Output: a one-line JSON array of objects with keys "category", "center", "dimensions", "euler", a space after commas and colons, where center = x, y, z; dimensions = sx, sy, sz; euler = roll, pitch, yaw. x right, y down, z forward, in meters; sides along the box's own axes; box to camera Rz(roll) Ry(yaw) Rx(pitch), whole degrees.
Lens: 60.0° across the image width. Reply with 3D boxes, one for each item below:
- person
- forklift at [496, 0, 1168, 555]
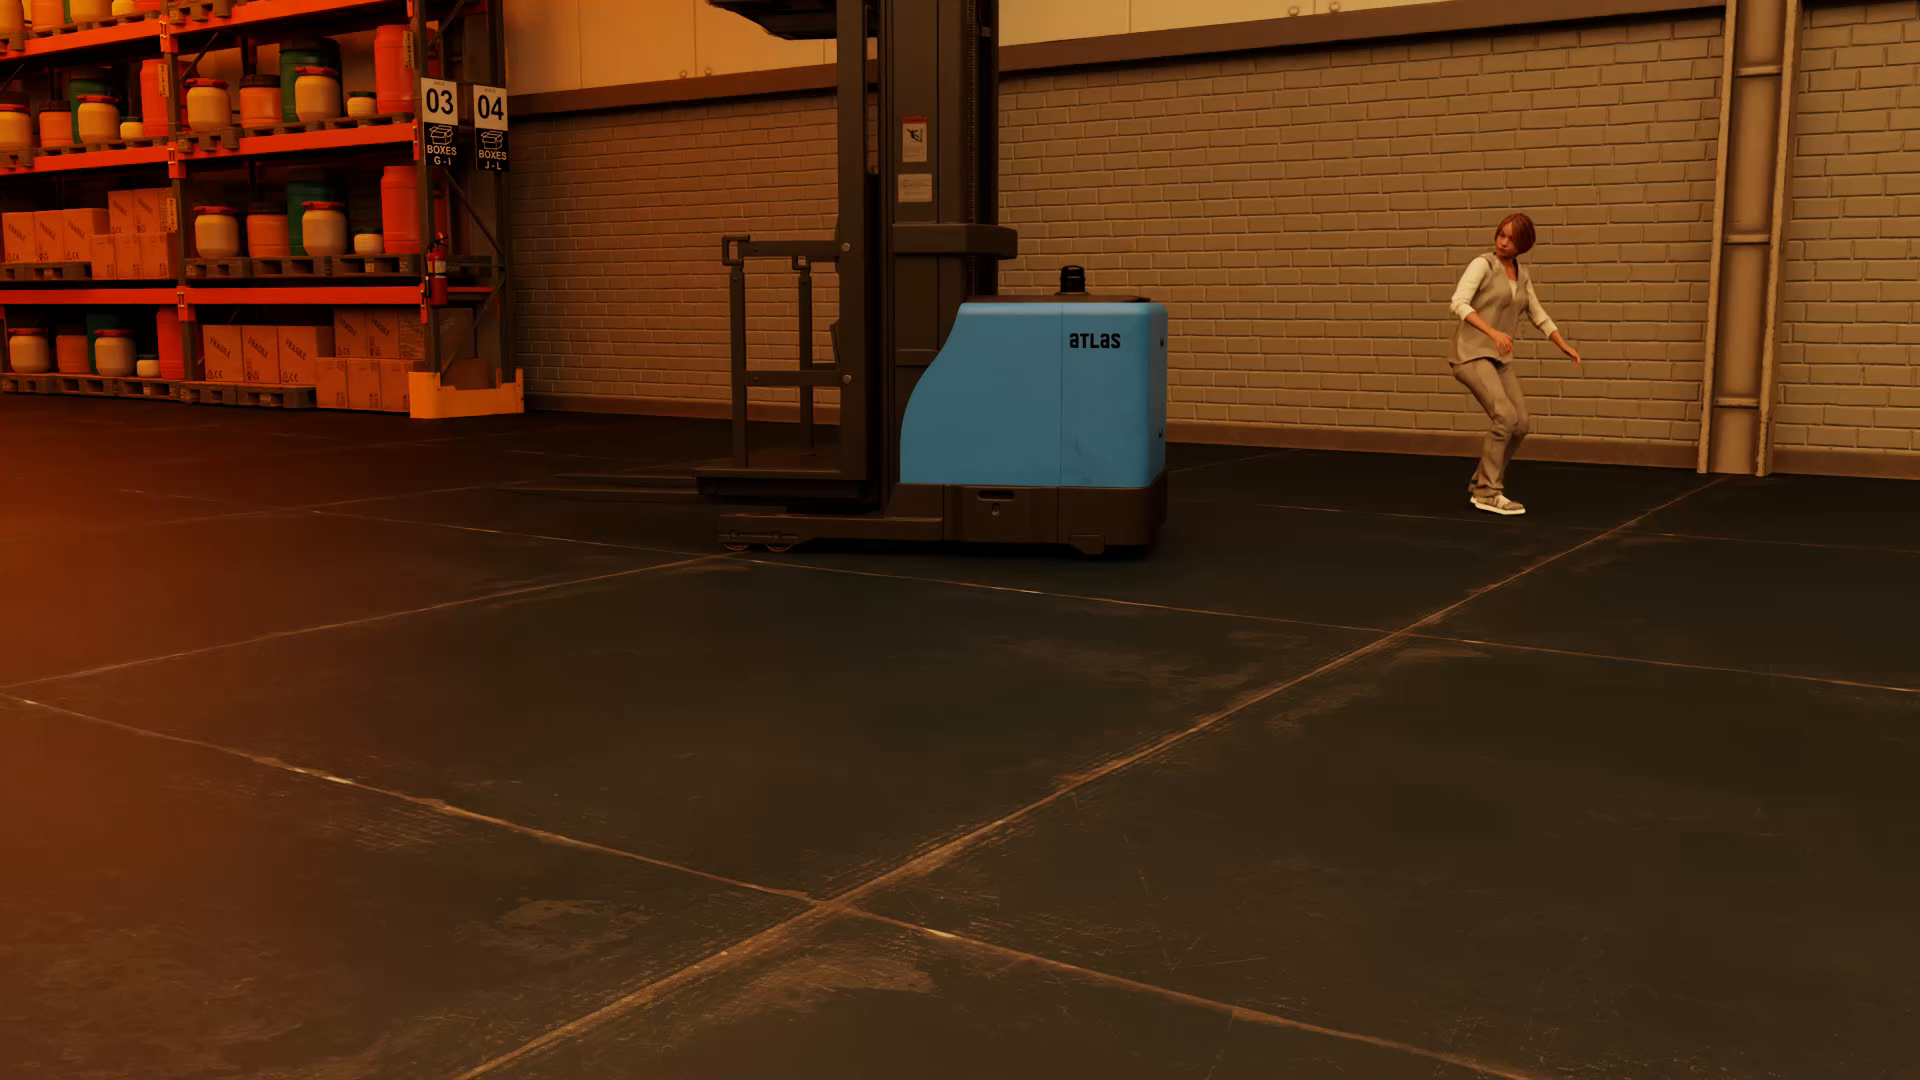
[{"category": "person", "center": [2.811, -0.890, 8.548], "dimensions": [0.660, 1.547, 0.538], "euler": [-6, 10, -38]}, {"category": "forklift", "center": [-0.596, -1.469, 7.520], "dimensions": [3.031, 2.935, 1.130], "euler": [2, 8, 12]}]
